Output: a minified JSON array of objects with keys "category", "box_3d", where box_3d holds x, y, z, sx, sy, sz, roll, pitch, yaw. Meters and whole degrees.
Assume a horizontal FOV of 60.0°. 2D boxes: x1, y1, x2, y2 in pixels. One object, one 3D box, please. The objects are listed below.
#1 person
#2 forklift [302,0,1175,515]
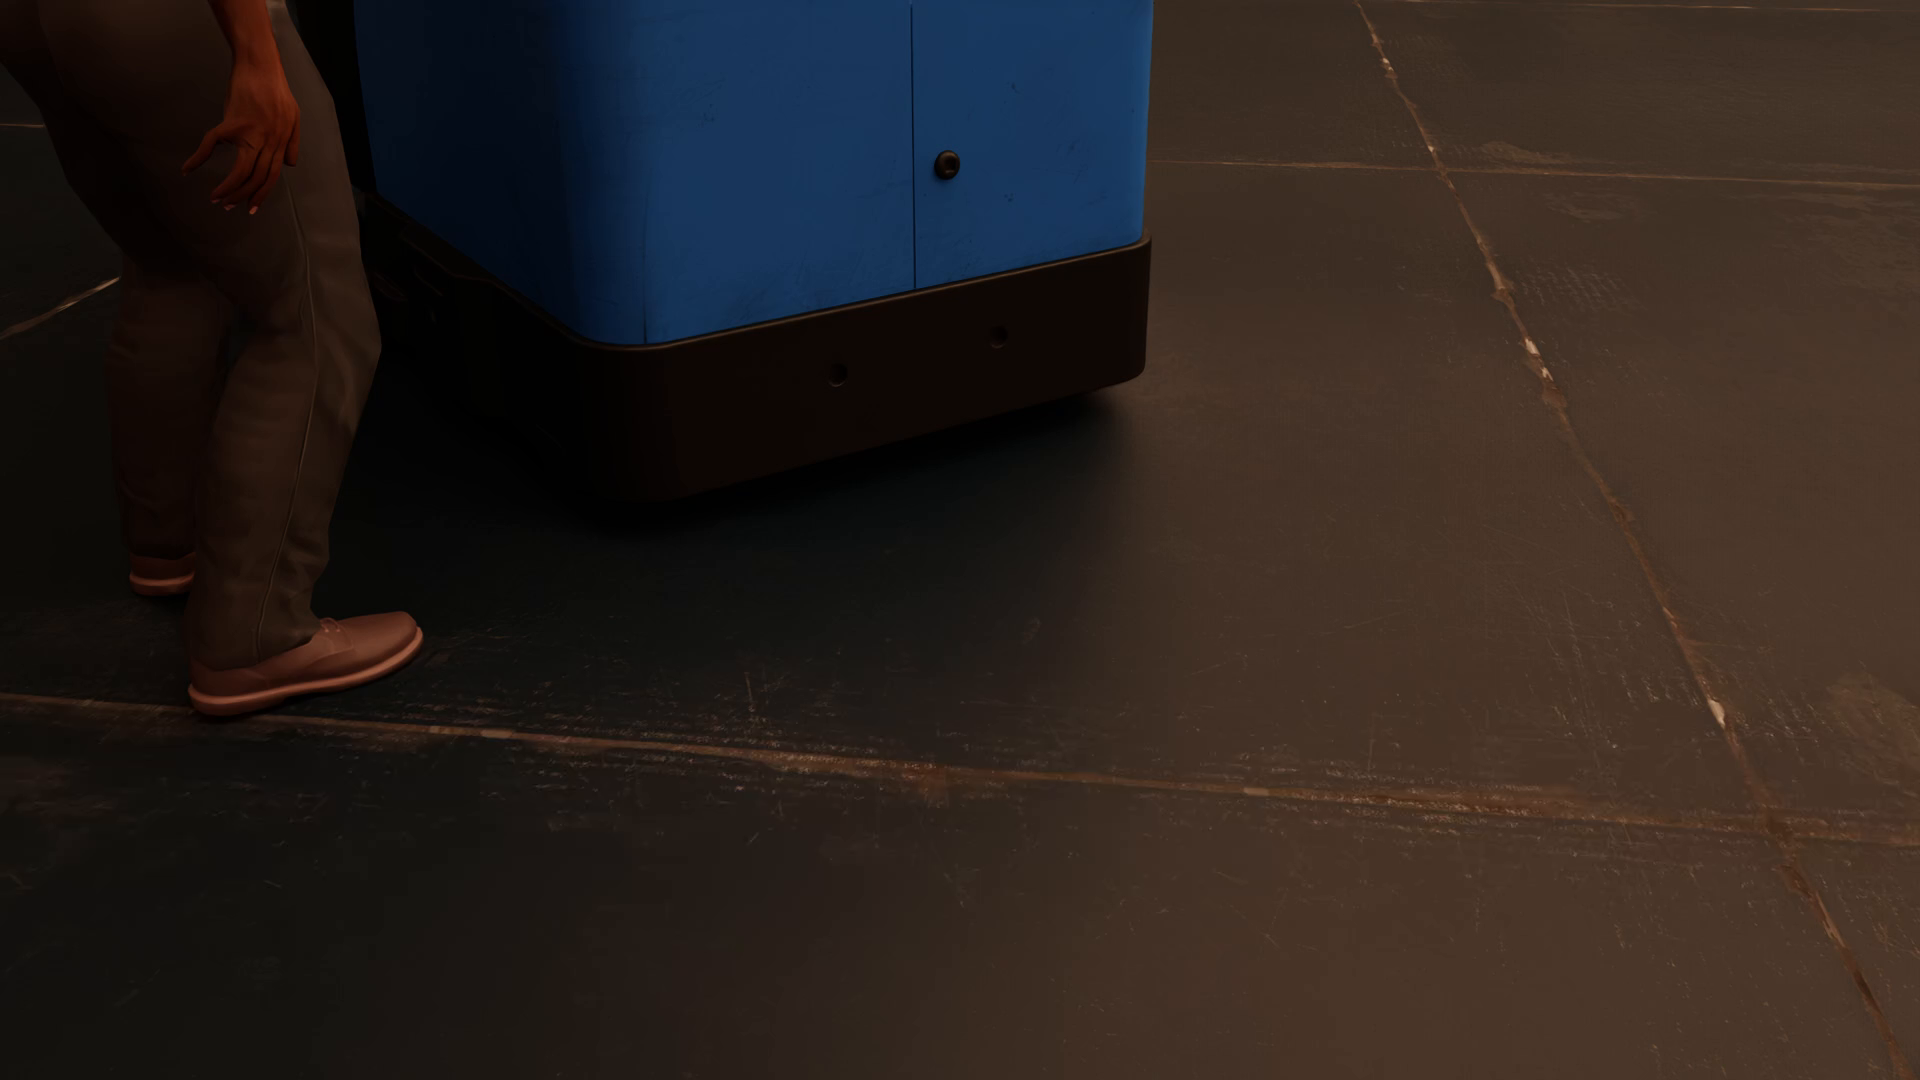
[{"category":"person","box_3d":[-0.914,-0.598,1.879,0.741,1.632,0.358,20,33,35]},{"category":"forklift","box_3d":[-0.888,-1.954,3.134,1.130,2.935,3.031,-17,31,-30]}]
